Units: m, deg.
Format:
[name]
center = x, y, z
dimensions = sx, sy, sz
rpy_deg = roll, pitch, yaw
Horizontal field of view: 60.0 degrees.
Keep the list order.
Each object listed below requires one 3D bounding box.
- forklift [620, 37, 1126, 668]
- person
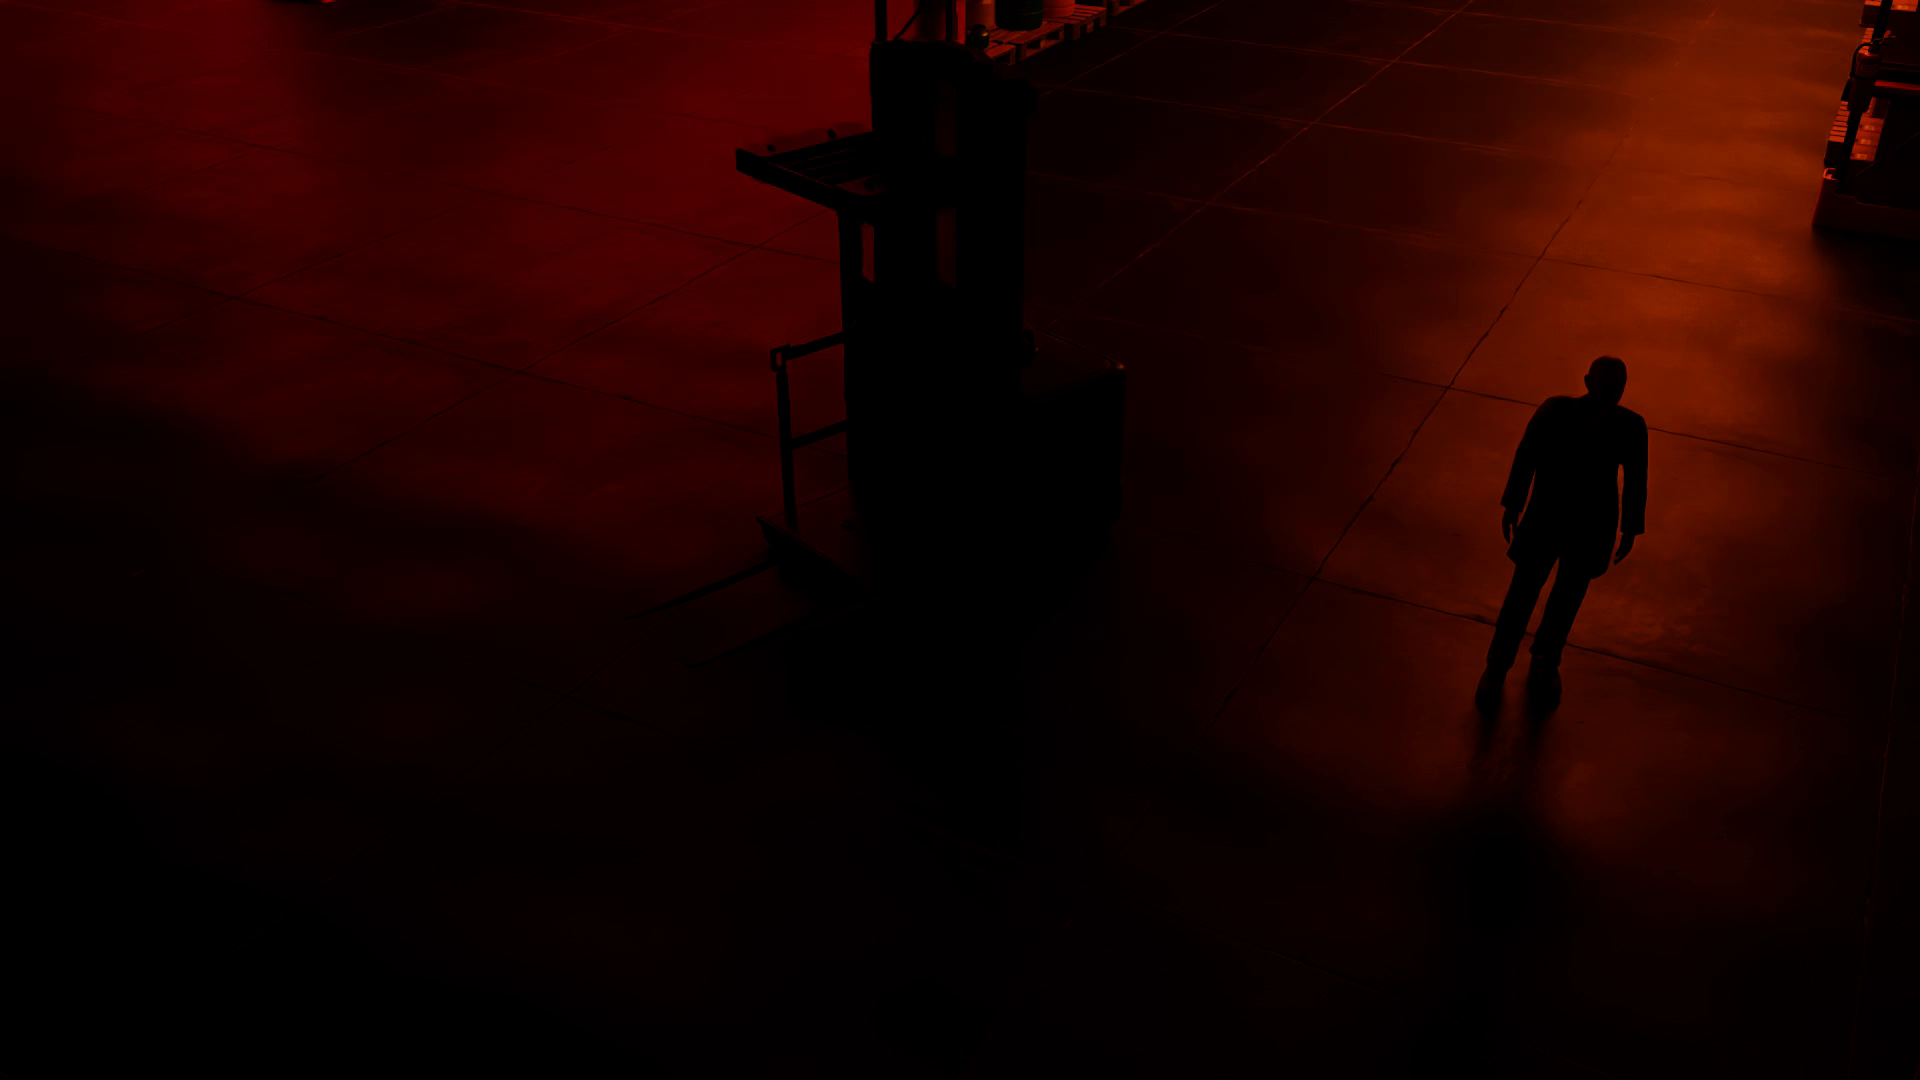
[forklift]
center = -0.461, -1.054, 8.896
dimensions = 3.031, 2.935, 1.130
rpy_deg = -24, 38, -35
[person]
center = 3.036, -0.035, 8.270
dimensions = 0.695, 1.776, 0.583
rpy_deg = 8, 31, 13
